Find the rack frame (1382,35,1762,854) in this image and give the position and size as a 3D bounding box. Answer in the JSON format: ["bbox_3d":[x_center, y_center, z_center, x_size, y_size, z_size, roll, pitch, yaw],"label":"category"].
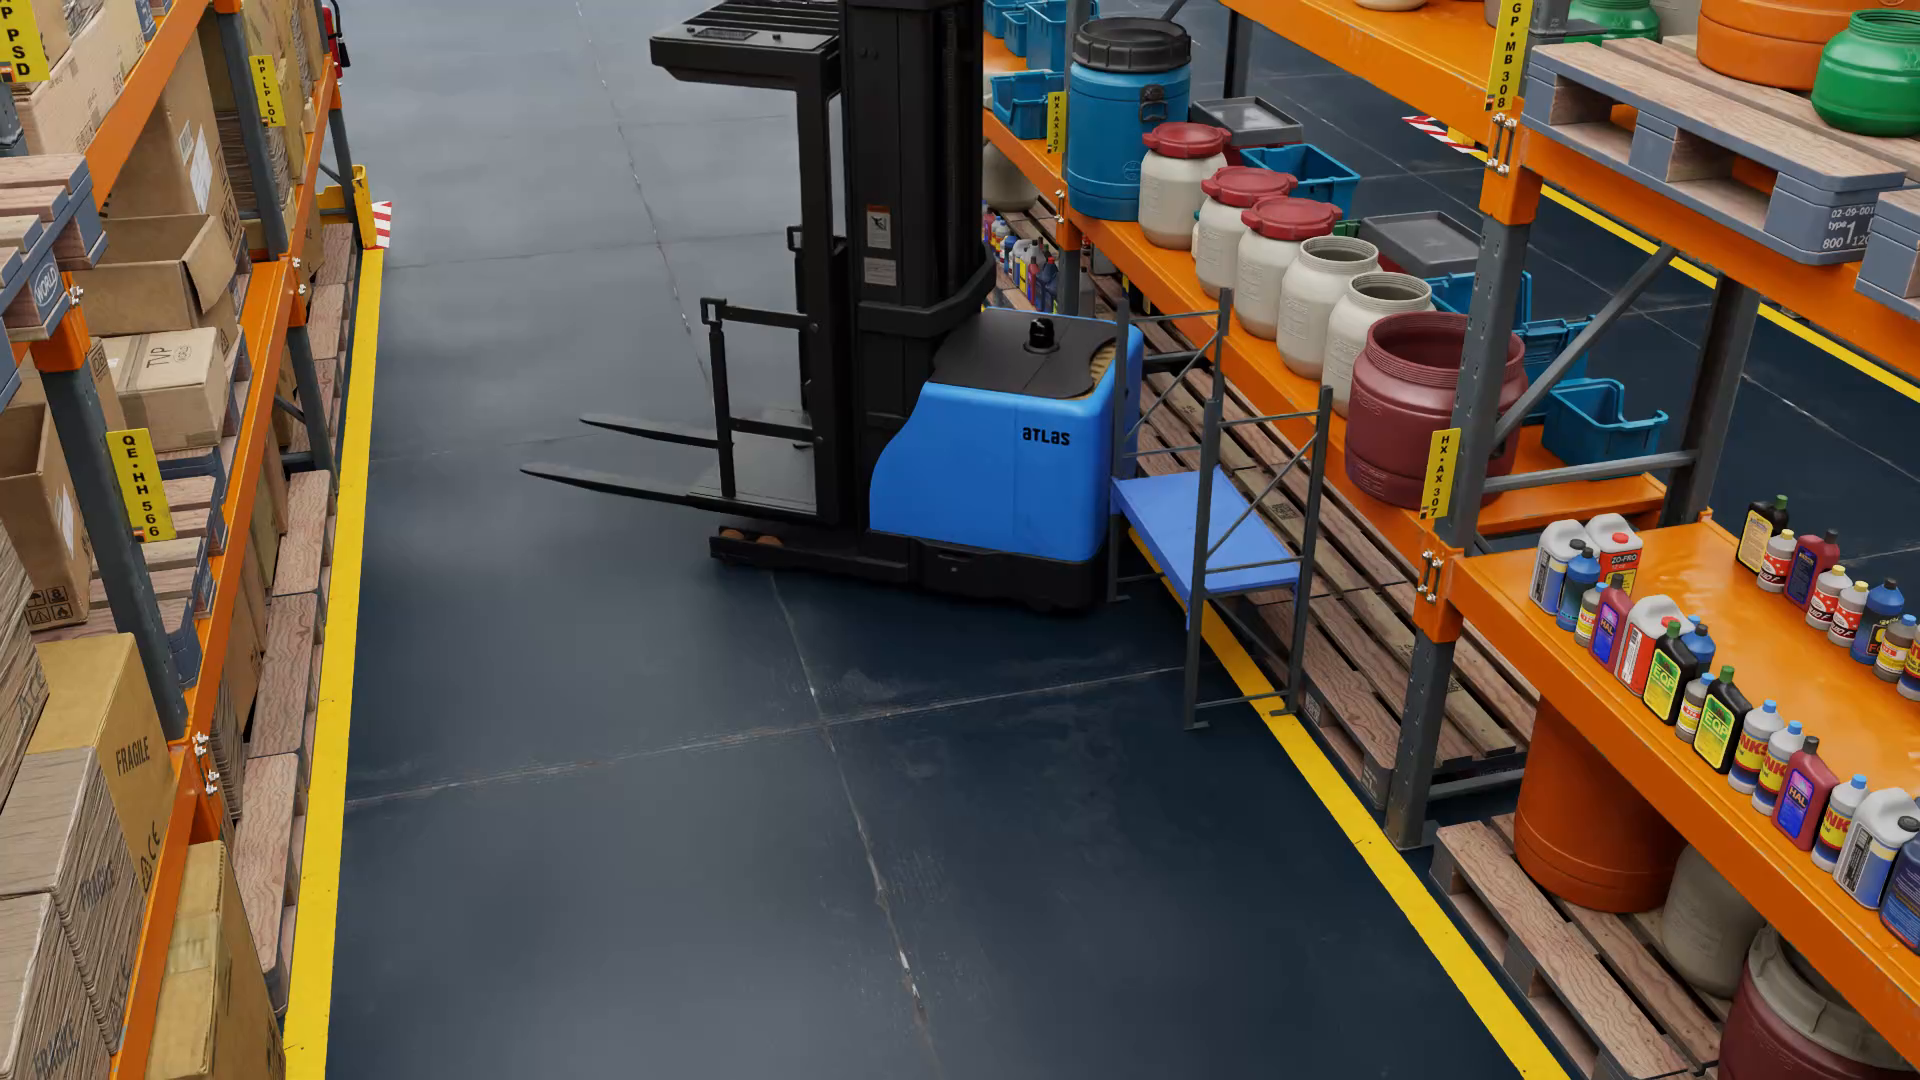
[{"bbox_3d":[2.106,-0.221,5.638,1.000,3.000,0.127,-8,31,-13],"label":"rack frame"}]

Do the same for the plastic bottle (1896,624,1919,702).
[{"bbox_3d":[2.802,0.331,4.813,0.097,0.271,0.097,0,30,0],"label":"plastic bottle"}]

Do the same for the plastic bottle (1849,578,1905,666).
[{"bbox_3d":[2.751,0.237,4.975,0.097,0.271,0.097,0,30,0],"label":"plastic bottle"}]

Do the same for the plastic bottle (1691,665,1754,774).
[{"bbox_3d":[2.085,0.487,4.531,0.061,0.283,0.133,-8,31,-13],"label":"plastic bottle"}]

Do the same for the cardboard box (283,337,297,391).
[{"bbox_3d":[-3.958,-1.069,9.178,0.500,0.500,0.500,2,30,3],"label":"cardboard box"}]

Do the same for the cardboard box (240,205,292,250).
[{"bbox_3d":[-3.498,-1.530,8.149,0.380,0.149,0.250,-8,31,-13],"label":"cardboard box"}]

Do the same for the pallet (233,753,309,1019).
[{"bbox_3d":[-2.875,1.266,5.851,1.003,0.211,1.213,-8,31,-13],"label":"pallet"}]

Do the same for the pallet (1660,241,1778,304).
[{"bbox_3d":[5.650,-1.993,11.482,1.003,0.211,1.213,-8,31,-13],"label":"pallet"}]

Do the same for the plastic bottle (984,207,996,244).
[{"bbox_3d":[0.206,-2.071,11.106,0.061,0.283,0.133,-7,31,-12],"label":"plastic bottle"}]

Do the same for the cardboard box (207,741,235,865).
[{"bbox_3d":[-2.867,1.008,5.571,0.700,0.500,0.500,-9,31,-16],"label":"cardboard box"}]

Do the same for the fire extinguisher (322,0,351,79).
[{"bbox_3d":[-4.379,-3.510,11.396,0.296,0.674,0.183,-8,31,-13],"label":"fire extinguisher"}]

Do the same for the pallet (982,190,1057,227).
[{"bbox_3d":[0.258,-2.455,12.280,1.003,0.211,1.213,-8,31,-13],"label":"pallet"}]

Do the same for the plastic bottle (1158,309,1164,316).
[{"bbox_3d":[1.270,-1.530,10.178,0.152,0.276,0.135,-7,31,-11],"label":"plastic bottle"}]

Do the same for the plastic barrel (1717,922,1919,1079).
[{"bbox_3d":[2.552,1.420,4.790,0.600,0.588,0.708,-8,31,-13],"label":"plastic barrel"}]

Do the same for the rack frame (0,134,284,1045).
[{"bbox_3d":[-2.669,0.437,4.500,1.000,3.000,0.127,-8,31,-13],"label":"rack frame"}]

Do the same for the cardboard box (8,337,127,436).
[{"bbox_3d":[-3.096,-0.300,5.254,0.700,0.500,0.500,-3,30,-6],"label":"cardboard box"}]

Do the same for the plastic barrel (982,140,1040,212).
[{"bbox_3d":[0.364,-2.640,11.882,0.421,0.512,0.421,0,30,0],"label":"plastic barrel"}]

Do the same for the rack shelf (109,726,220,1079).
[{"bbox_3d":[-2.139,1.715,3.012,1.077,0.370,4.000,-8,31,-13],"label":"rack shelf"}]

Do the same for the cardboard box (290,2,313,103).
[{"bbox_3d":[-4.334,-2.857,9.794,0.875,0.500,0.500,-8,31,-13],"label":"cardboard box"}]

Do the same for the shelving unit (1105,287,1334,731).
[{"bbox_3d":[1.037,-0.146,6.982,0.538,1.500,1.048,-7,31,-11],"label":"shelving unit"}]

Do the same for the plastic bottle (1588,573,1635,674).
[{"bbox_3d":[1.952,0.246,4.947,0.061,0.283,0.133,-8,31,-13],"label":"plastic bottle"}]

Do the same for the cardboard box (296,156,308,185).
[{"bbox_3d":[-3.747,-2.015,8.988,0.380,0.149,0.250,-8,31,-13],"label":"cardboard box"}]

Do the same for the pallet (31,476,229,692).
[{"bbox_3d":[-2.961,0.190,5.118,1.213,0.211,1.003,-8,31,-13],"label":"pallet"}]

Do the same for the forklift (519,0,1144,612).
[{"bbox_3d":[-0.693,-1.362,7.677,3.031,2.935,1.130,9,31,15],"label":"forklift"}]

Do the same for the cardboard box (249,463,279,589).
[{"bbox_3d":[-3.480,-0.071,7.434,0.700,0.500,0.500,-8,31,-14],"label":"cardboard box"}]

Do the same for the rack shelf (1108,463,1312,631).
[{"bbox_3d":[1.039,0.009,7.073,0.538,0.185,1.000,-7,31,-11],"label":"rack shelf"}]

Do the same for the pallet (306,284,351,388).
[{"bbox_3d":[-4.271,-1.198,10.109,1.003,0.211,1.213,-8,31,-13],"label":"pallet"}]

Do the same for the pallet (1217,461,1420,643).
[{"bbox_3d":[1.617,0.018,8.008,1.003,0.211,1.213,-8,31,-13],"label":"pallet"}]

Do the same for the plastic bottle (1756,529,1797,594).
[{"bbox_3d":[2.638,0.061,5.348,0.097,0.201,0.097,0,30,0],"label":"plastic bottle"}]

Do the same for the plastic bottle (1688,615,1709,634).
[{"bbox_3d":[2.147,0.315,4.911,0.097,0.201,0.097,0,30,0],"label":"plastic bottle"}]

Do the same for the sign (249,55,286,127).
[{"bbox_3d":[-3.197,-2.071,7.678,0.100,0.325,0.005,-8,31,-13],"label":"sign"}]

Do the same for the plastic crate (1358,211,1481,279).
[{"bbox_3d":[1.972,-1.070,7.041,0.402,0.464,0.583,-8,31,-13],"label":"plastic crate"}]

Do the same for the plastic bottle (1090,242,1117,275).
[{"bbox_3d":[0.931,-1.874,10.774,0.152,0.276,0.135,-8,31,-13],"label":"plastic bottle"}]

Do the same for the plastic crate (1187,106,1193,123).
[{"bbox_3d":[1.028,-2.396,9.457,0.767,0.338,0.504,-8,31,-13],"label":"plastic crate"}]

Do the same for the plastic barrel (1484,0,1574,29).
[{"bbox_3d":[2.097,-2.162,5.496,0.600,0.901,0.600,0,30,0],"label":"plastic barrel"}]

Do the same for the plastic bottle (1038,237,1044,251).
[{"bbox_3d":[0.522,-1.783,10.608,0.061,0.283,0.133,-8,31,-13],"label":"plastic bottle"}]

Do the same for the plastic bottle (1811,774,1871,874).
[{"bbox_3d":[2.220,0.704,4.168,0.097,0.271,0.097,0,30,0],"label":"plastic bottle"}]

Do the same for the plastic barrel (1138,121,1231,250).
[{"bbox_3d":[1.087,-1.721,8.093,0.433,0.535,0.433,0,30,0],"label":"plastic barrel"}]

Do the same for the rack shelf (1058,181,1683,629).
[{"bbox_3d":[1.575,-0.876,7.487,1.077,0.370,4.000,-8,31,-13],"label":"rack shelf"}]

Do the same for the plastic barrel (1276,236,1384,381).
[{"bbox_3d":[1.515,-0.942,6.771,0.421,0.512,0.421,0,30,0],"label":"plastic barrel"}]

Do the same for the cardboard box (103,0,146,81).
[{"bbox_3d":[-2.830,-1.552,5.092,0.500,0.250,0.500,-7,31,-12],"label":"cardboard box"}]

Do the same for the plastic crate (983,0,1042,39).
[{"bbox_3d":[0.404,-3.819,12.002,0.499,0.251,0.616,-8,31,-13],"label":"plastic crate"}]

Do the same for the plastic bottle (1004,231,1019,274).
[{"bbox_3d":[0.335,-1.866,10.764,0.097,0.271,0.097,0,30,0],"label":"plastic bottle"}]

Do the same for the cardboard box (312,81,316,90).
[{"bbox_3d":[-4.336,-2.973,10.643,0.380,0.149,0.250,-8,31,-13],"label":"cardboard box"}]

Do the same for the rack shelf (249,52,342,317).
[{"bbox_3d":[-4.262,-2.149,9.687,1.077,0.370,4.000,-8,31,-13],"label":"rack shelf"}]

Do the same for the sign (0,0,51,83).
[{"bbox_3d":[-2.132,-1.189,3.720,0.100,0.325,0.005,-8,31,-13],"label":"sign"}]

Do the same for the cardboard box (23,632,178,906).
[{"bbox_3d":[-2.300,0.599,4.120,0.500,0.500,0.500,-7,31,-12],"label":"cardboard box"}]

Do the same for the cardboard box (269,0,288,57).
[{"bbox_3d":[-3.872,-2.833,8.756,0.500,0.500,0.500,-8,31,-13],"label":"cardboard box"}]

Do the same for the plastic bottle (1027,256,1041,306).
[{"bbox_3d":[0.461,-1.607,10.304,0.061,0.283,0.133,-6,31,-10],"label":"plastic bottle"}]
